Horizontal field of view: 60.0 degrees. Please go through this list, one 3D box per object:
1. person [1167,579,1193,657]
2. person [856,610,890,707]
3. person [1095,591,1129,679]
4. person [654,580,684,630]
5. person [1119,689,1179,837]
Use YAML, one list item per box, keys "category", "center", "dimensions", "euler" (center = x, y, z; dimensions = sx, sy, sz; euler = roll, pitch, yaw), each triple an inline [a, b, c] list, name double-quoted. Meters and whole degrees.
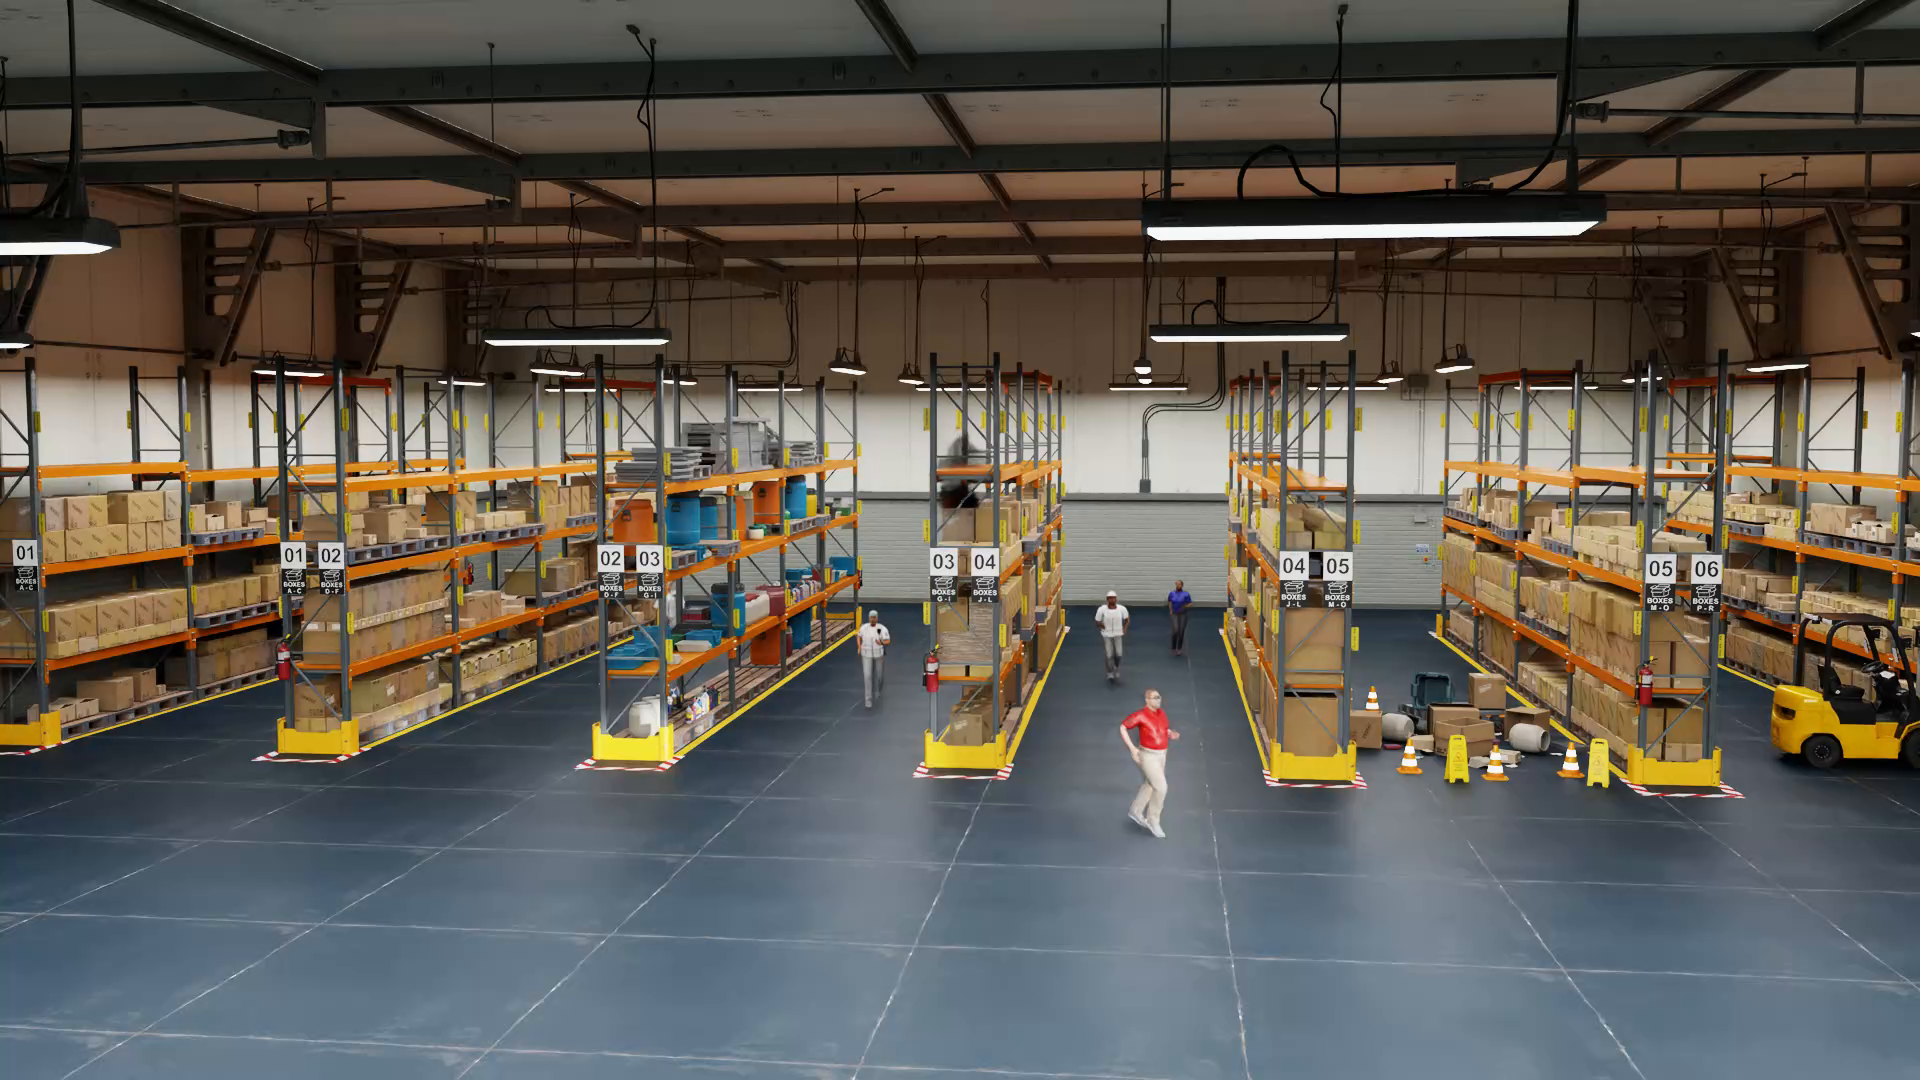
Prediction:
- category: "person"
  center: [4.696, 1.688, 35.570]
  dimensions: [0.548, 1.672, 0.693]
  euler: [1, 4, 8]
- category: "person"
  center: [-1.536, 2.070, 29.455]
  dimensions: [0.605, 1.653, 0.923]
  euler: [0, 4, -2]
- category: "person"
  center: [2.956, 1.850, 32.183]
  dimensions: [0.686, 1.721, 0.597]
  euler: [0, 4, 1]
- category: "person"
  center: [-6.156, 1.648, 35.187]
  dimensions: [0.611, 1.679, 0.939]
  euler: [0, 4, -3]
- category: "person"
  center: [2.343, 2.718, 20.317]
  dimensions: [0.775, 1.802, 0.634]
  euler: [3, 5, 40]
